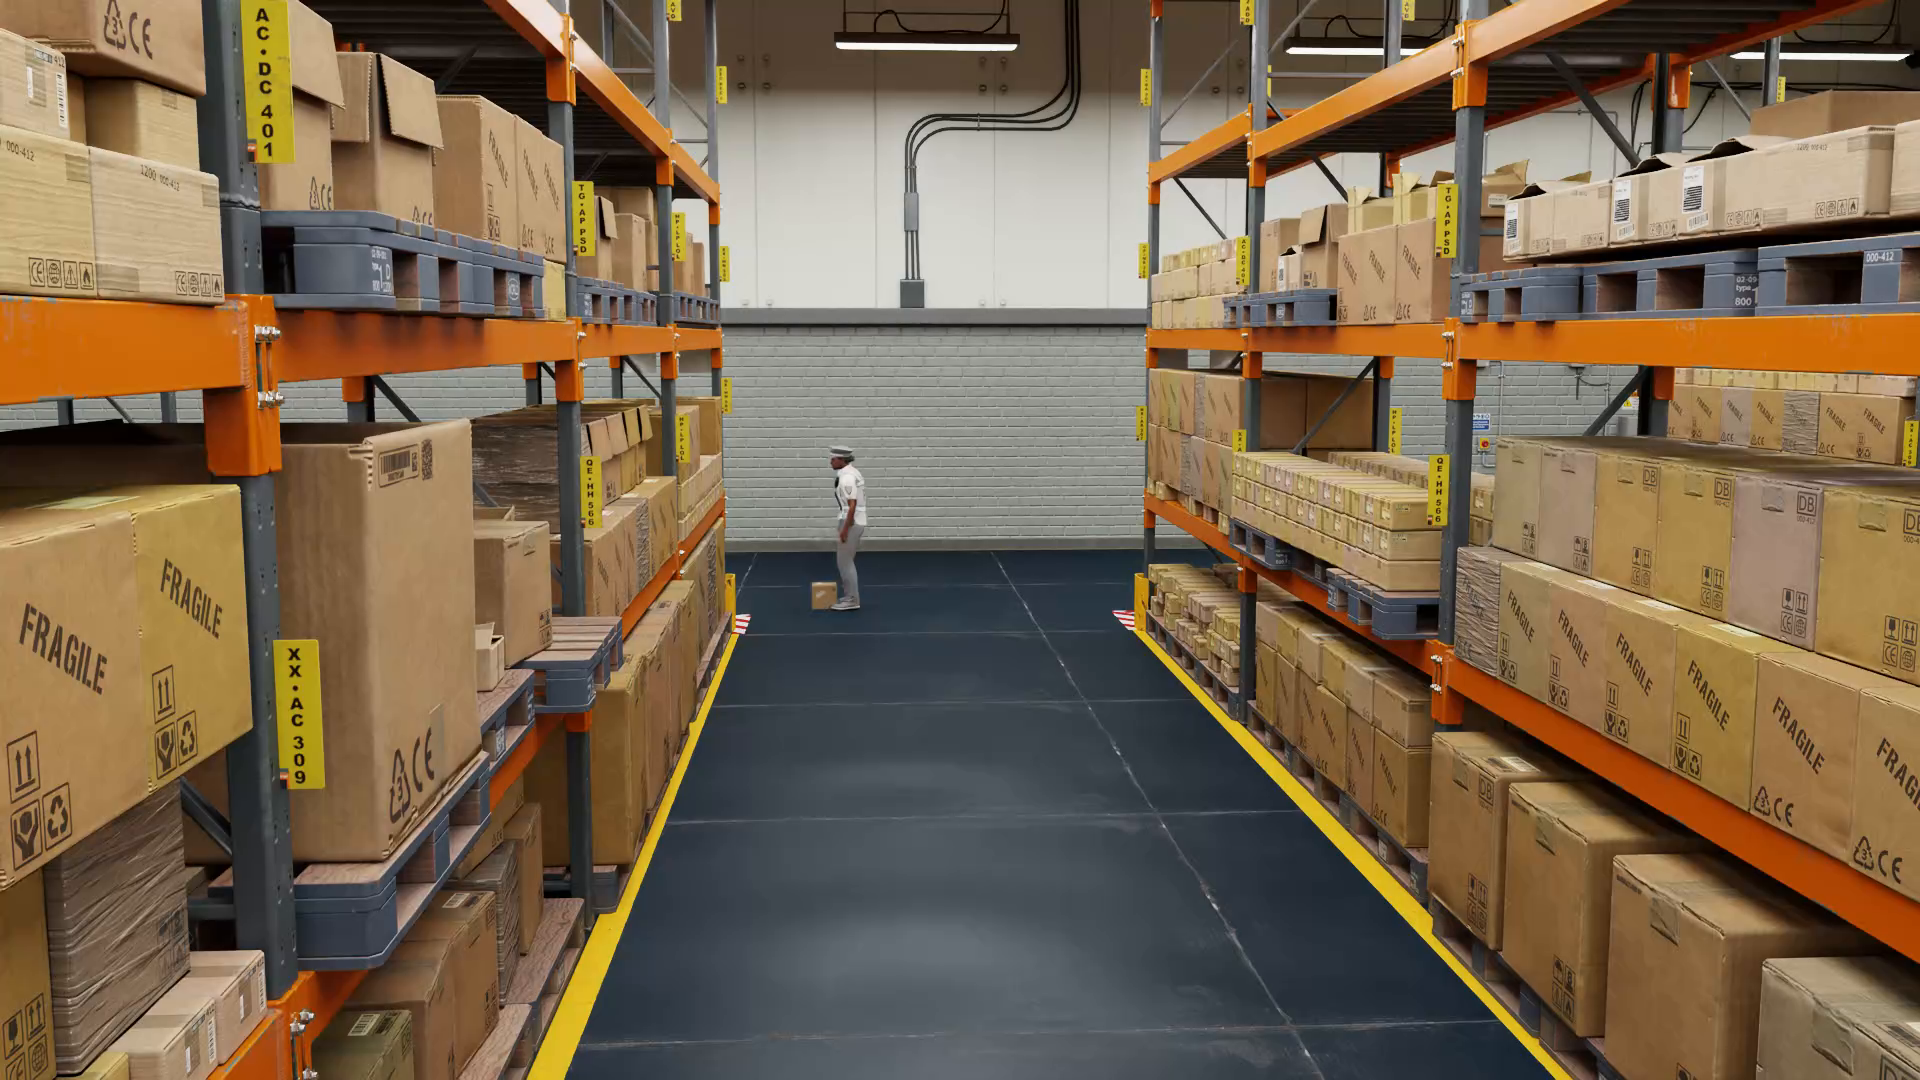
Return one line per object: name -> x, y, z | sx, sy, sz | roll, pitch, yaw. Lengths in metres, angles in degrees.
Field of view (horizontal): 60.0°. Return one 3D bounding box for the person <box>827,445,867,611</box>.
person -> -1.142, -0.133, 16.848 | 0.390, 1.658, 0.507 | -1, 7, -6
